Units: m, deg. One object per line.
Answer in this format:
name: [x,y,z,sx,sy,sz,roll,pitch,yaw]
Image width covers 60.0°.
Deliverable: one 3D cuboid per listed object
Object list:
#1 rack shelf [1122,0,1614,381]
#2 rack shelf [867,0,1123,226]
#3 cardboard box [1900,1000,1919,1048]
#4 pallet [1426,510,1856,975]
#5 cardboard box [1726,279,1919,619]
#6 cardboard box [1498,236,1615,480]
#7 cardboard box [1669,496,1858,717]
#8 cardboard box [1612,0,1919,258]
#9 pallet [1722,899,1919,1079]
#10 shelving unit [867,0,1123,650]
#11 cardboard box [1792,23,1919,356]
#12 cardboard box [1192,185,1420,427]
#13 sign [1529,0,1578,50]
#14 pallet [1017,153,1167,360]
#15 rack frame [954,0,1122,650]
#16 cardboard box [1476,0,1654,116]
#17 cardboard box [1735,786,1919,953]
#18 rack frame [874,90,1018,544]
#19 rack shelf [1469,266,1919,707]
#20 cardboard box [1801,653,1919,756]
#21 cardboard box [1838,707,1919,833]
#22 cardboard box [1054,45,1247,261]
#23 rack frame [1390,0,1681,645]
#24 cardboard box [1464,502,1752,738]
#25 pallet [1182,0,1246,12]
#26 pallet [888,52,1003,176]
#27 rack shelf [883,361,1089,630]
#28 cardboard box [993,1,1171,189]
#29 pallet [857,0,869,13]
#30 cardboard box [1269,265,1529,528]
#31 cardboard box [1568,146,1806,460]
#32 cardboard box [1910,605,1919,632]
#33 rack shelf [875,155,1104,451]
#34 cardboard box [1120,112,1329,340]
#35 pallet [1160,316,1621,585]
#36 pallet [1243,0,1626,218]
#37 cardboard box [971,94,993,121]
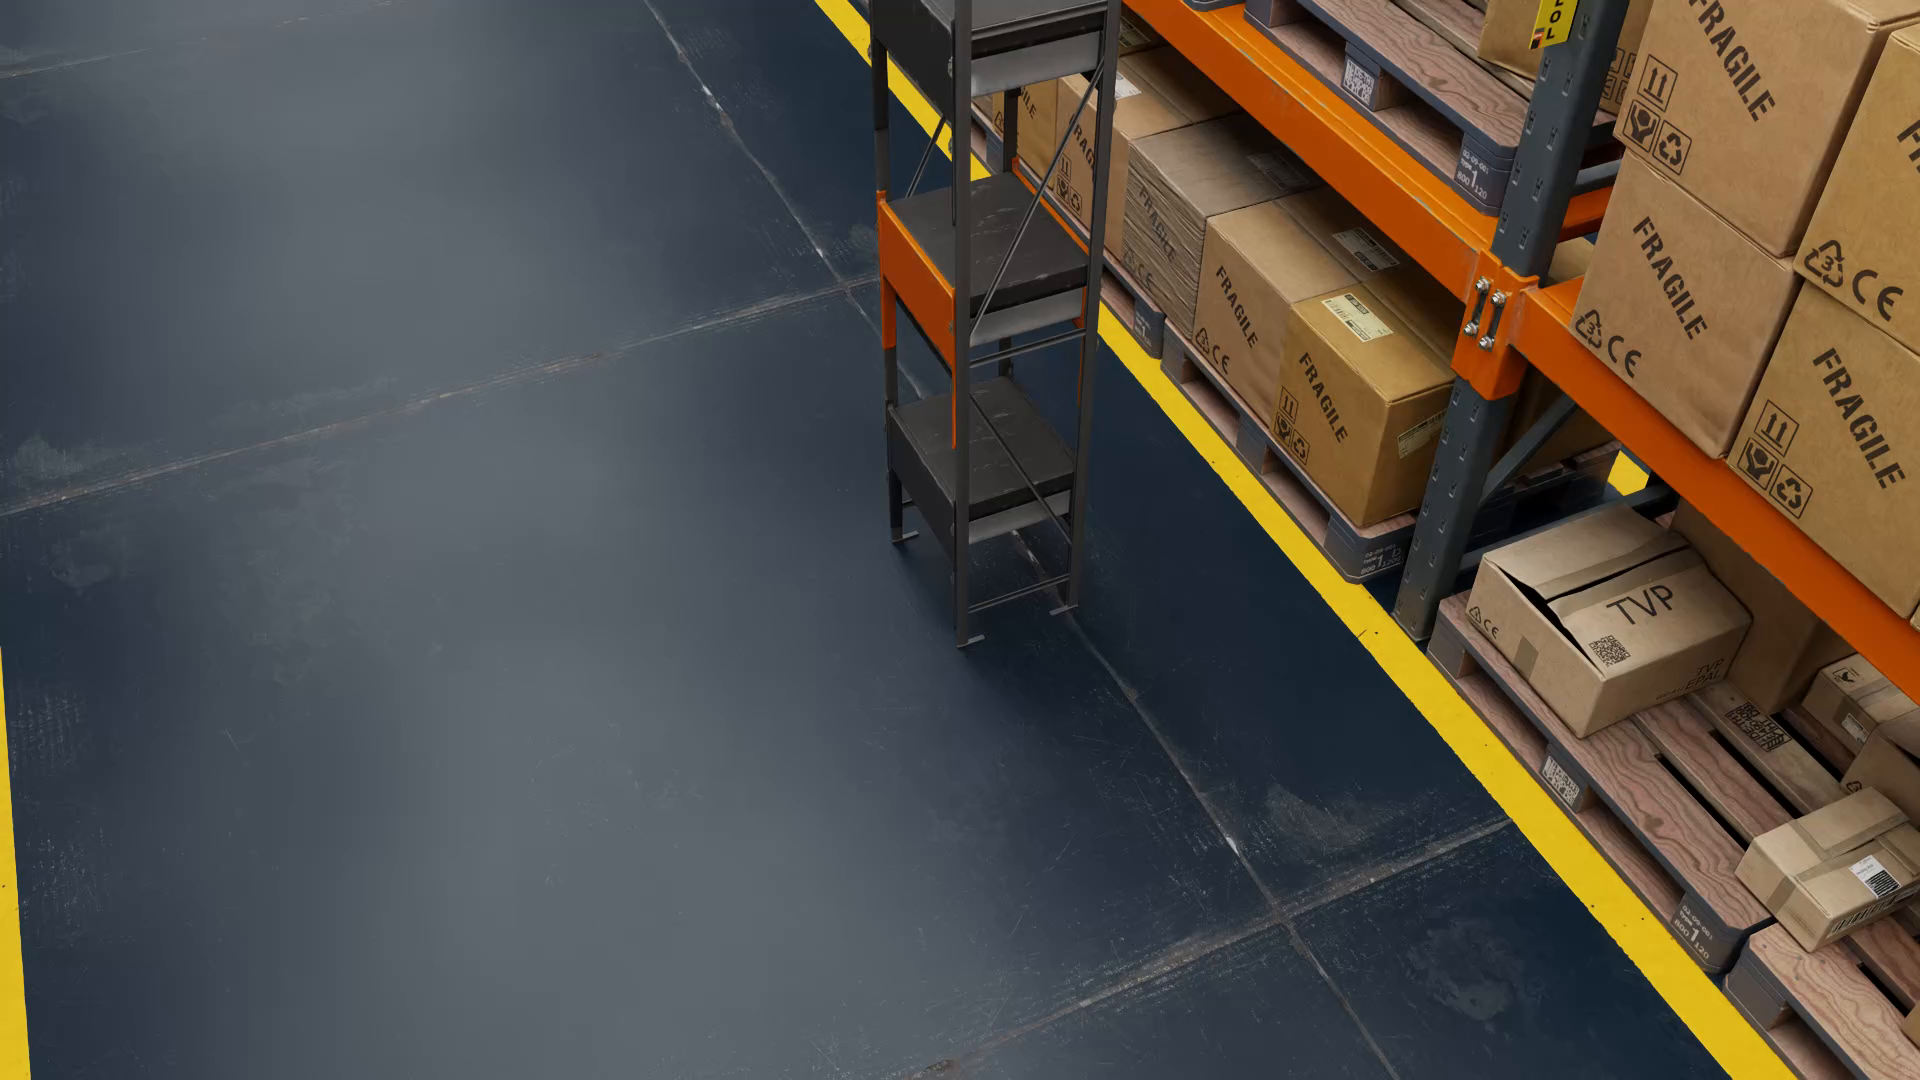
rack shelf: [0.937,-1.963,5.616,1.077,0.370,4.000,-18,47,-17]
rack shelf: [0.070,-1.130,3.924,0.431,0.518,0.480,-18,47,-17]
cardboard box: [2.573,0.984,3.582,0.797,0.503,0.637,-18,47,-17]
pallet: [2.066,0.486,4.607,1.003,0.211,1.213,-18,47,-17]
cardboard box: [1.963,-0.249,3.296,0.500,0.500,0.500,-17,47,-17]
cardboard box: [1.796,-0.591,5.180,0.500,0.500,0.500,-20,48,-19]
cardboard box: [2.275,0.068,4.512,0.500,0.500,0.500,-18,47,-17]
cardboard box: [1.721,-0.952,3.296,0.500,0.500,0.500,-17,47,-16]
pallet: [2.583,1.265,3.818,1.003,0.211,1.213,-18,47,-17]
shelving unit: [0.070,-0.642,4.406,0.431,2.100,0.503,-18,47,-17]
cardboard box: [1.938,-0.624,2.963,0.500,0.500,0.500,-19,48,-19]
cardboard box: [1.110,-0.758,5.349,0.500,0.500,0.500,-18,47,-17]
sign: [1.276,-1.190,3.496,0.100,0.325,0.005,-18,47,-17]
pallet: [0.885,-1.237,6.354,1.003,0.211,1.213,-18,47,-17]
rack frame: [0.172,-0.486,4.248,0.400,2.100,0.015,-18,47,-17]
cardboard box: [1.782,-1.497,4.262,0.700,0.500,0.500,-34,54,-30]
cardboard box: [2.131,0.787,4.020,0.380,0.166,0.250,-18,47,-17]
rack frame: [-0.033,-0.797,4.563,0.400,2.100,0.015,-18,47,-17]
rack shelf: [2.619,0.586,3.032,1.077,0.370,4.000,-18,47,-17]
cardboard box: [2.487,0.415,4.411,0.380,0.149,0.250,-18,47,-17]
cardboard box: [2.590,0.614,4.094,0.500,0.311,0.500,-18,47,-17]
cardboard box: [0.684,-1.401,6.001,0.500,0.500,0.500,-20,48,-19]
rack frame: [1.778,-0.944,4.071,1.000,3.000,0.127,-18,47,-17]
cardboard box: [1.758,0.188,4.525,0.500,0.311,0.500,-18,47,-17]
pallet: [0.918,-2.187,5.467,1.003,0.211,1.213,-18,47,-17]
pallet: [0.376,-2.014,7.141,1.003,0.211,1.213,-18,47,-17]
rack shelf: [0.070,-0.134,4.907,0.431,0.518,0.480,-18,47,-17]
cardboard box: [0.460,-1.733,6.337,0.500,0.500,0.500,-19,48,-18]
pallet: [-0.215,-3.037,8.177,1.003,0.211,1.213,-18,47,-17]
cardboard box: [1.310,-0.441,5.028,0.500,0.500,0.500,-18,47,-18]
cardboard box: [1.745,-0.575,3.625,0.500,0.500,0.500,-17,47,-16]
cardboard box: [2.172,0.070,2.972,0.500,0.500,0.500,-18,47,-18]
rack shelf: [0.070,-0.632,4.415,0.431,0.518,0.480,-18,47,-17]
cardboard box: [0.900,-1.078,5.673,0.500,0.500,0.500,-17,47,-17]
pallet: [1.402,-0.459,5.565,1.003,0.211,1.213,-18,47,-17]
pallet: [1.541,-1.417,4.687,1.003,0.211,1.213,-18,47,-17]
cardboard box: [0.253,-2.054,6.662,0.500,0.500,0.500,-20,48,-19]
